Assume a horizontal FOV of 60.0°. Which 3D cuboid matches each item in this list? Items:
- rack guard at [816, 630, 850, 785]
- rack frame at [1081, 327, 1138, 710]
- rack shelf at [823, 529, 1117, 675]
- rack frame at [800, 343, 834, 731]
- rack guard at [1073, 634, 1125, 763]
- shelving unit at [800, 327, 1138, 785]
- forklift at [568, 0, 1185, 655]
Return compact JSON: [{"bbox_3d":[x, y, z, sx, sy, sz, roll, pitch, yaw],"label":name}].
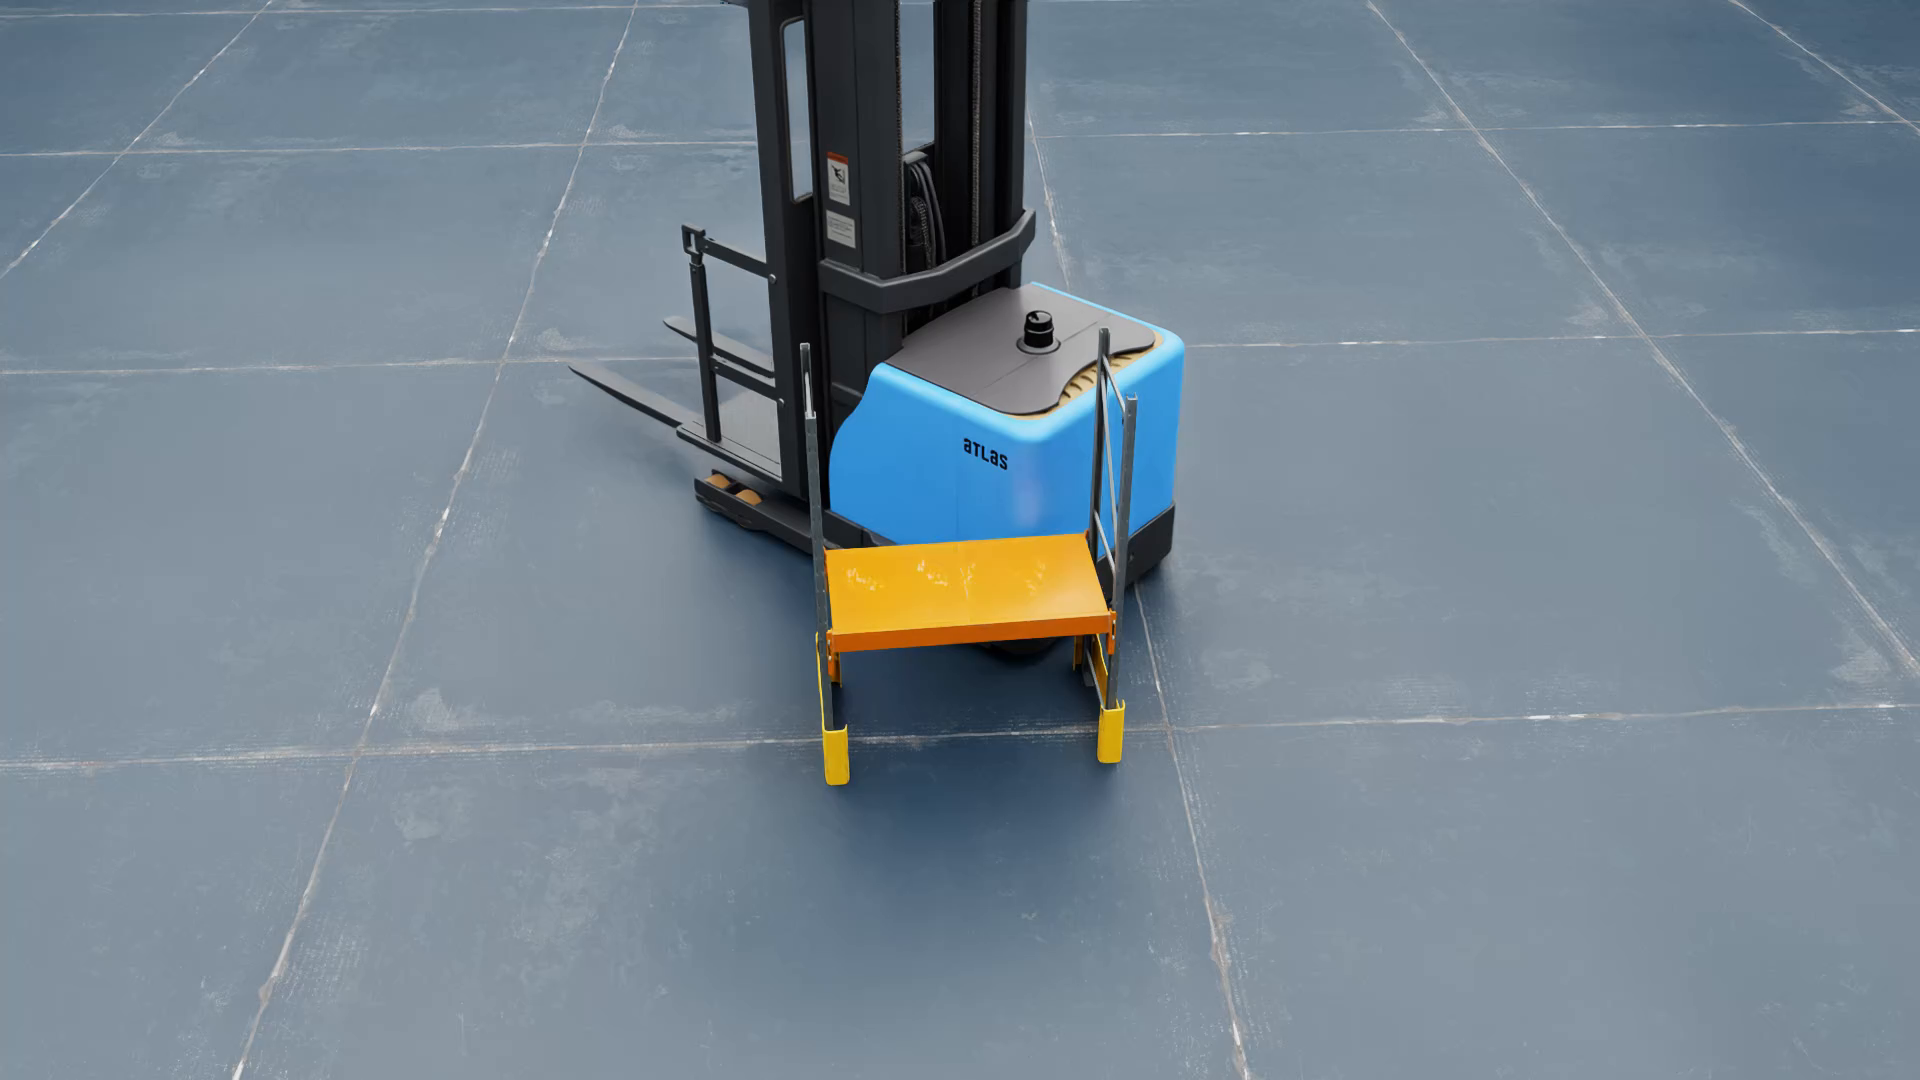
[{"bbox_3d":[-0.472,0.611,6.147,0.087,0.250,0.587,-4,35,-5],"label":"rack guard"},{"bbox_3d":[0.519,0.032,5.886,0.032,1.500,0.500,-4,35,-5],"label":"rack frame"},{"bbox_3d":[0.014,0.213,5.940,1.000,0.185,0.538,-4,35,-5],"label":"rack shelf"},{"bbox_3d":[-0.491,0.099,5.789,0.032,1.500,0.500,-4,35,-5],"label":"rack frame"},{"bbox_3d":[0.517,0.546,6.242,0.087,0.250,0.587,-4,35,-5],"label":"rack guard"},{"bbox_3d":[0.023,0.065,5.839,1.083,1.500,0.587,-4,35,-5],"label":"shelving unit"},{"bbox_3d":[-0.547,-1.461,6.786,3.031,2.935,1.130,26,42,32],"label":"forklift"}]
